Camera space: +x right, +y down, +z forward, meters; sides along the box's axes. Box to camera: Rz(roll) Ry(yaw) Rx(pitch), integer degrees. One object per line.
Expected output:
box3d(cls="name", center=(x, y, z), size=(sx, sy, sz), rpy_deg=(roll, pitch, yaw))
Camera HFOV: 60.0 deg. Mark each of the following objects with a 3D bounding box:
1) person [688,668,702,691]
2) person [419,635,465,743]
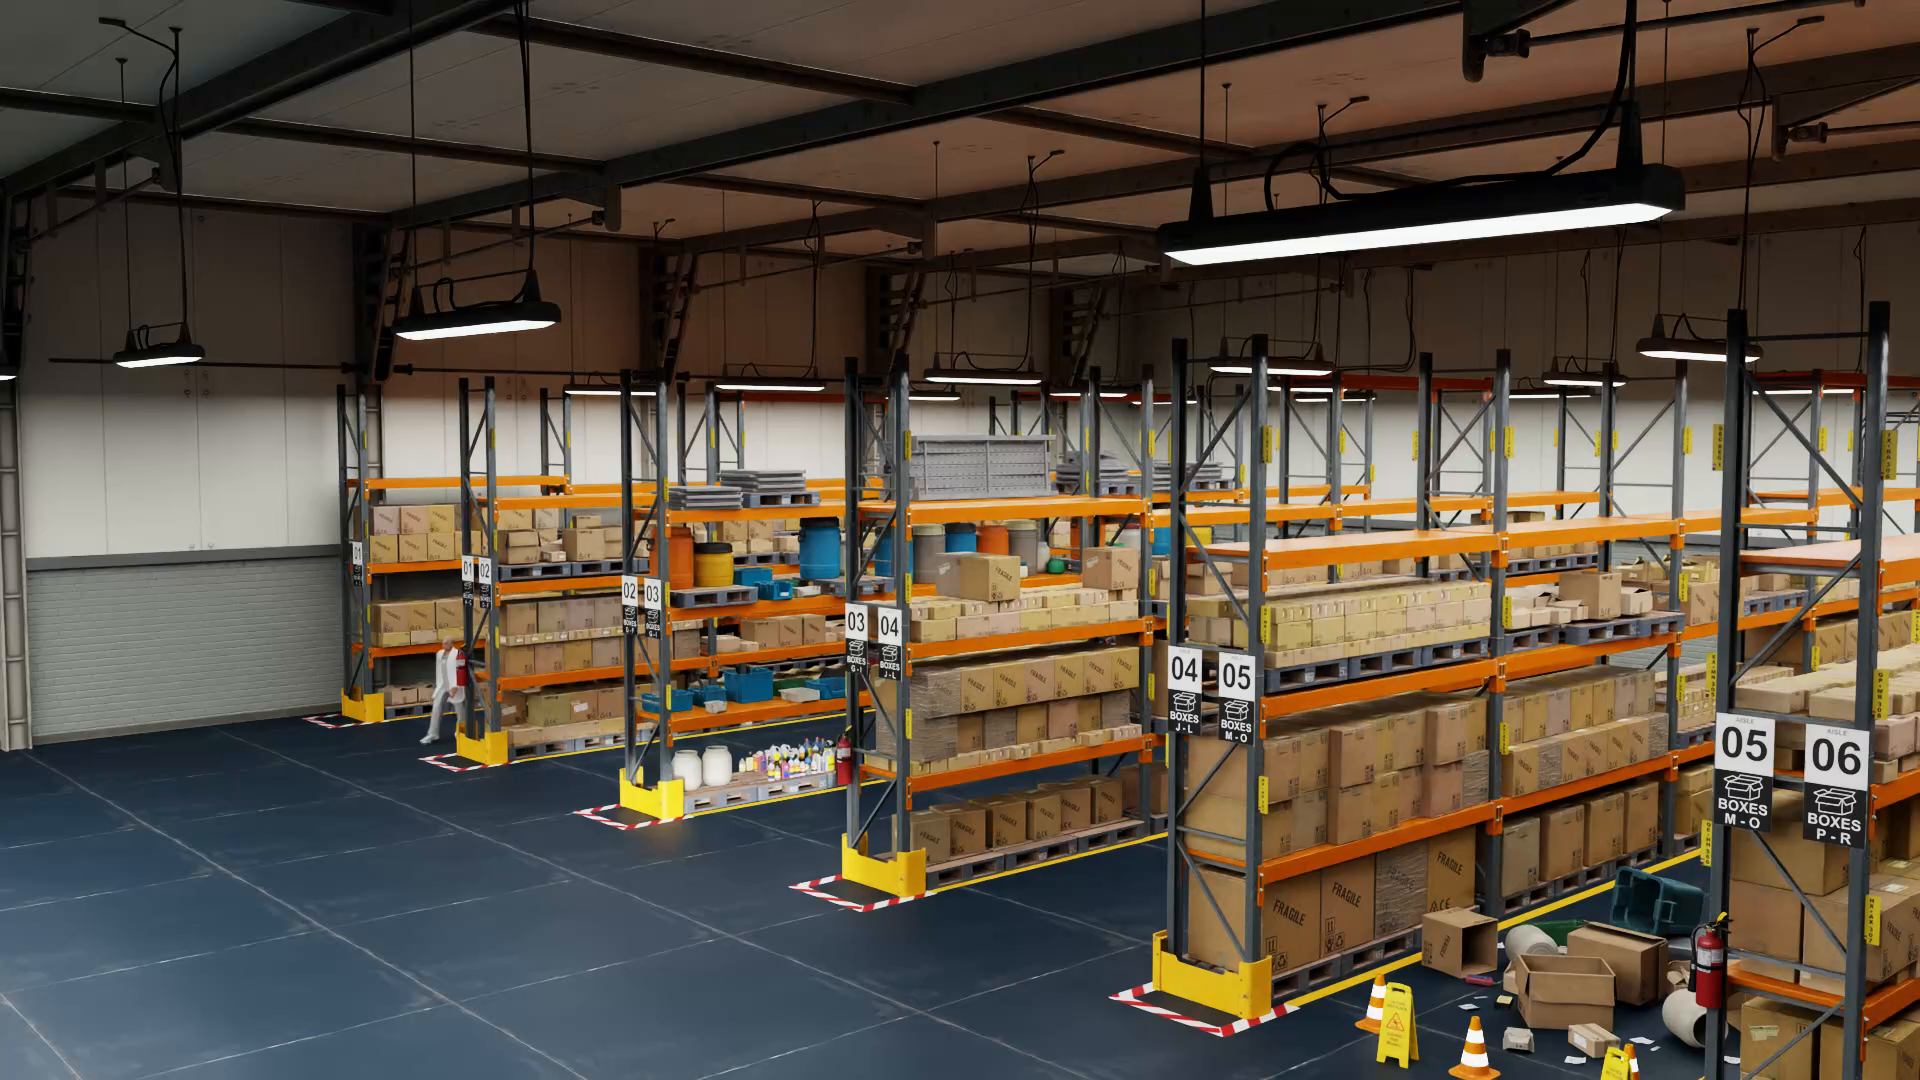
box3d(cls="person", center=(-5.185, 2.232, 31.526), size=(0.478, 1.711, 0.578), rpy_deg=(-2, 4, -31))
box3d(cls="person", center=(-8.535, 2.459, 27.722), size=(0.600, 1.754, 0.959), rpy_deg=(1, 4, 12))
